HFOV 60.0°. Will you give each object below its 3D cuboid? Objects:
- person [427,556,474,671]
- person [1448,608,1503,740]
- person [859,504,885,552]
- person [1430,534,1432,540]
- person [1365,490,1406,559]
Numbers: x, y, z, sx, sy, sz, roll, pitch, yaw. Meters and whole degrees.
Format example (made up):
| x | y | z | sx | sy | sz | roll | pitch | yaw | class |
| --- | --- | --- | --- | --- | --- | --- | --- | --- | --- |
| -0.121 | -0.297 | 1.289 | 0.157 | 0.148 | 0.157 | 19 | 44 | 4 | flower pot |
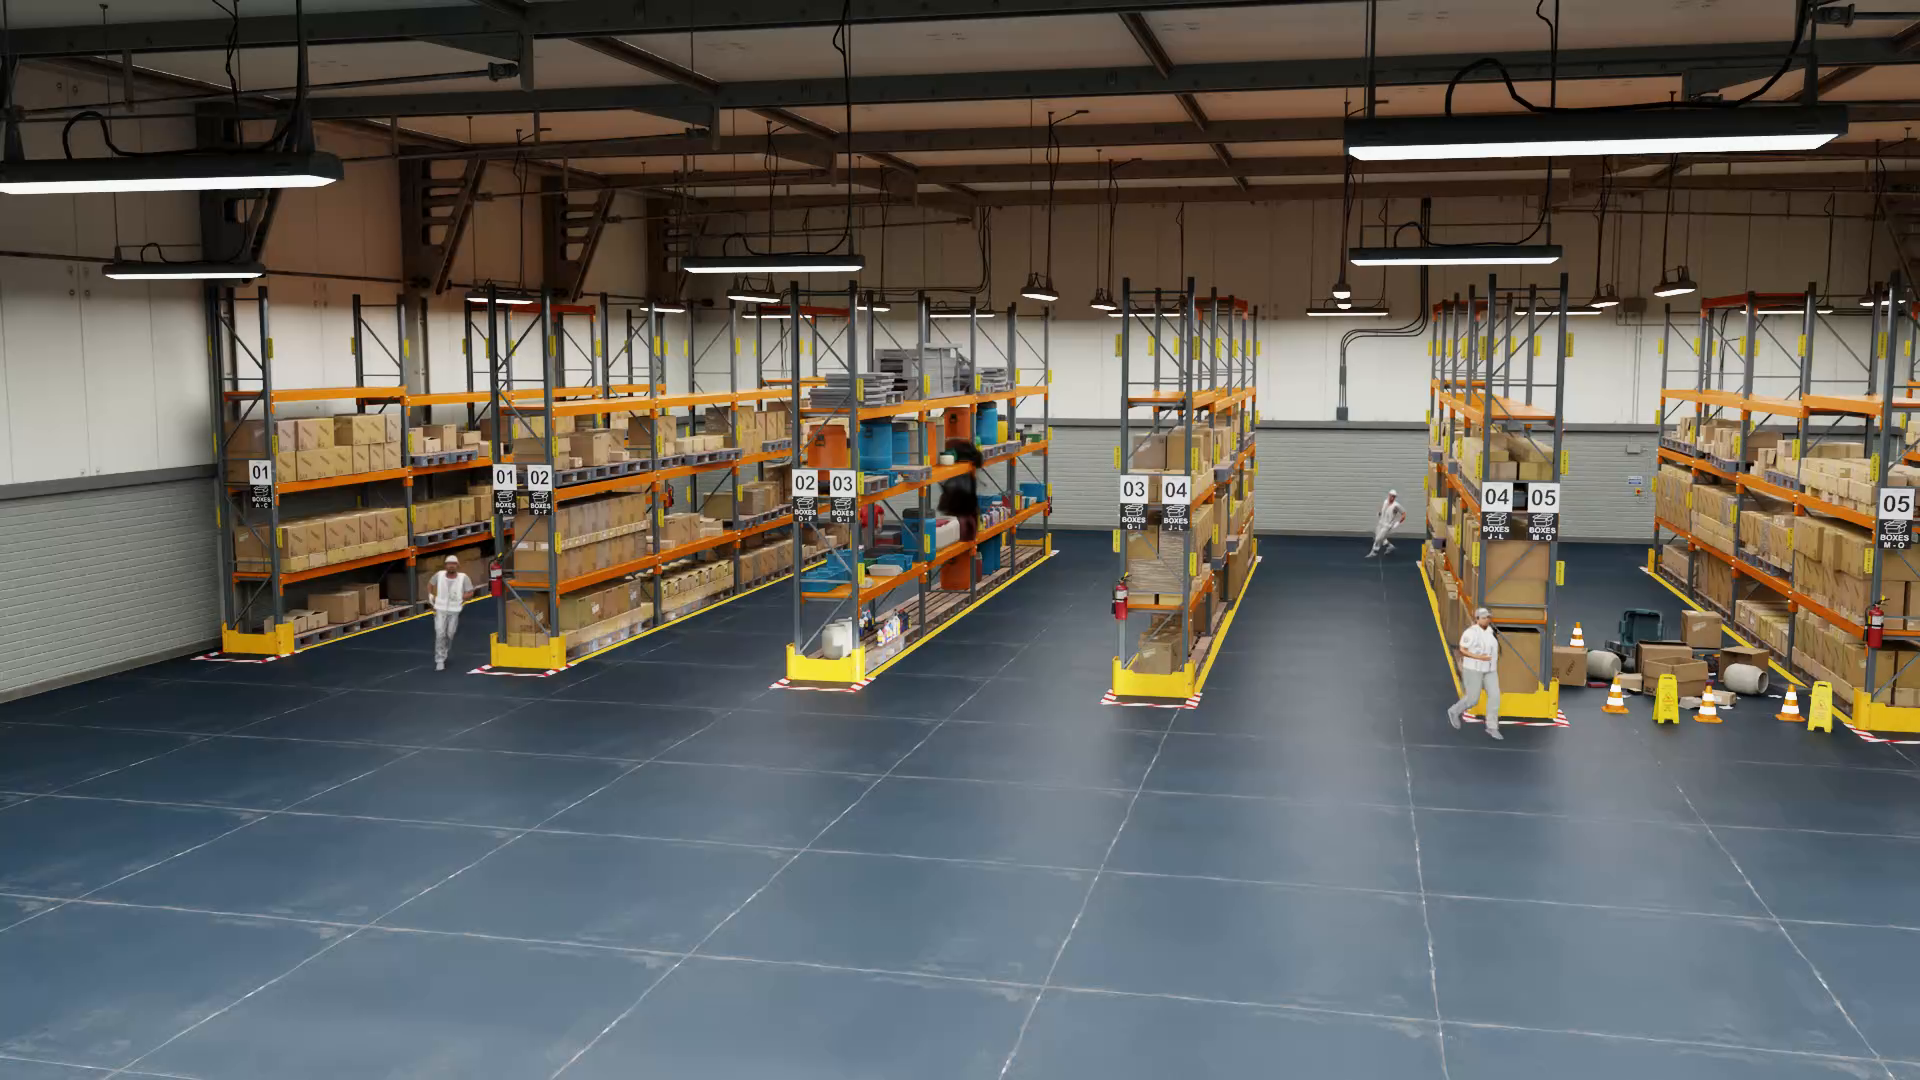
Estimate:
| x | y | z | sx | sy | sz | roll | pitch | yaw | class |
| --- | --- | --- | --- | --- | --- | --- | --- | --- | --- |
| -8.052 | 1.124 | 26.325 | 0.693 | 1.782 | 0.921 | -2 | 7 | -15 | person |
| 6.720 | 1.708 | 21.587 | 0.626 | 1.686 | 0.823 | -4 | 8 | -31 | person |
| -2.028 | -0.154 | 37.397 | 0.621 | 1.751 | 0.937 | 1 | 7 | 5 | person |
| 11.407 | -0.433 | 39.575 | 0.673 | 1.768 | 0.476 | -5 | 8 | -36 | person |
| 10.171 | -0.367 | 39.604 | 0.731 | 1.682 | 0.779 | -3 | 7 | -22 | person |
